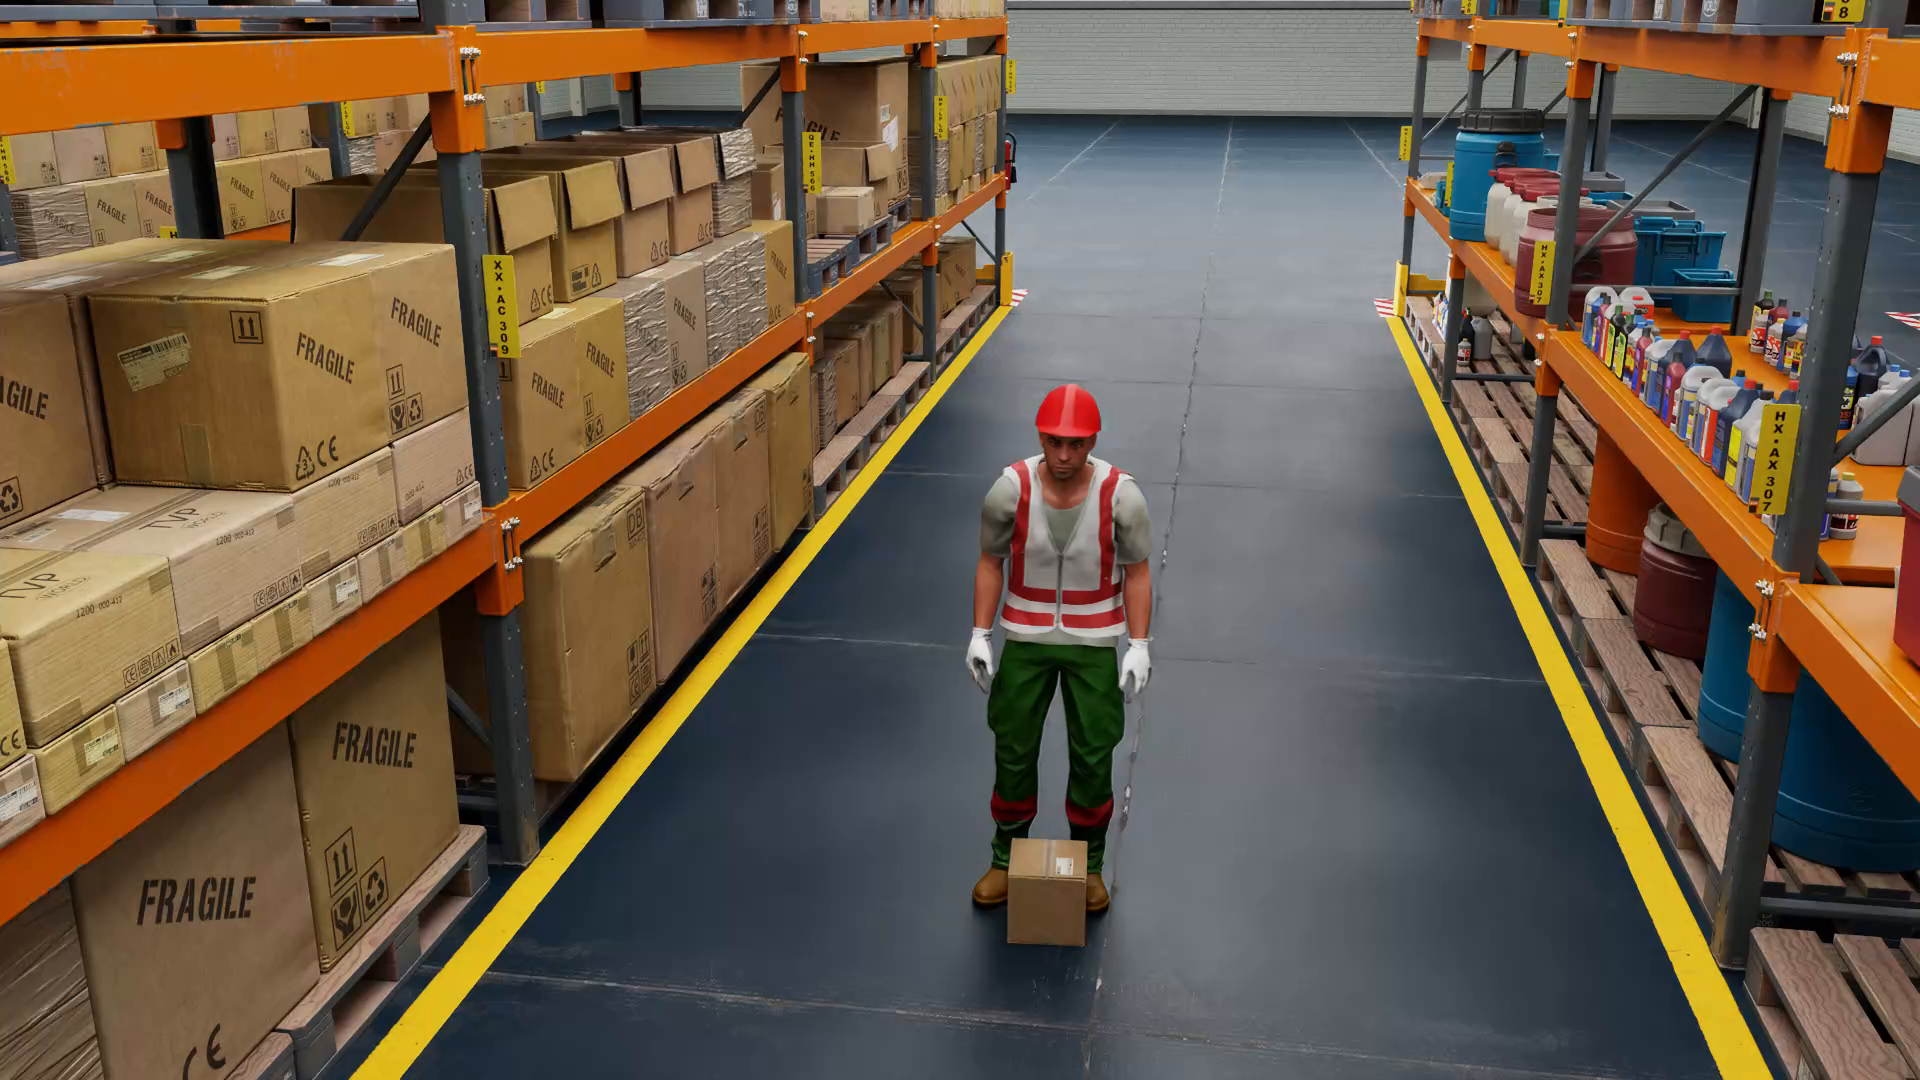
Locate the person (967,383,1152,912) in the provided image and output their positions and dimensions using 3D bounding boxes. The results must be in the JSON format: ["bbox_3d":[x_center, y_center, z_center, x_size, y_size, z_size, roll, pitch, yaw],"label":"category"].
[{"bbox_3d":[0.324,0.354,5.416,0.607,1.780,0.450,3,18,9],"label":"person"}]
